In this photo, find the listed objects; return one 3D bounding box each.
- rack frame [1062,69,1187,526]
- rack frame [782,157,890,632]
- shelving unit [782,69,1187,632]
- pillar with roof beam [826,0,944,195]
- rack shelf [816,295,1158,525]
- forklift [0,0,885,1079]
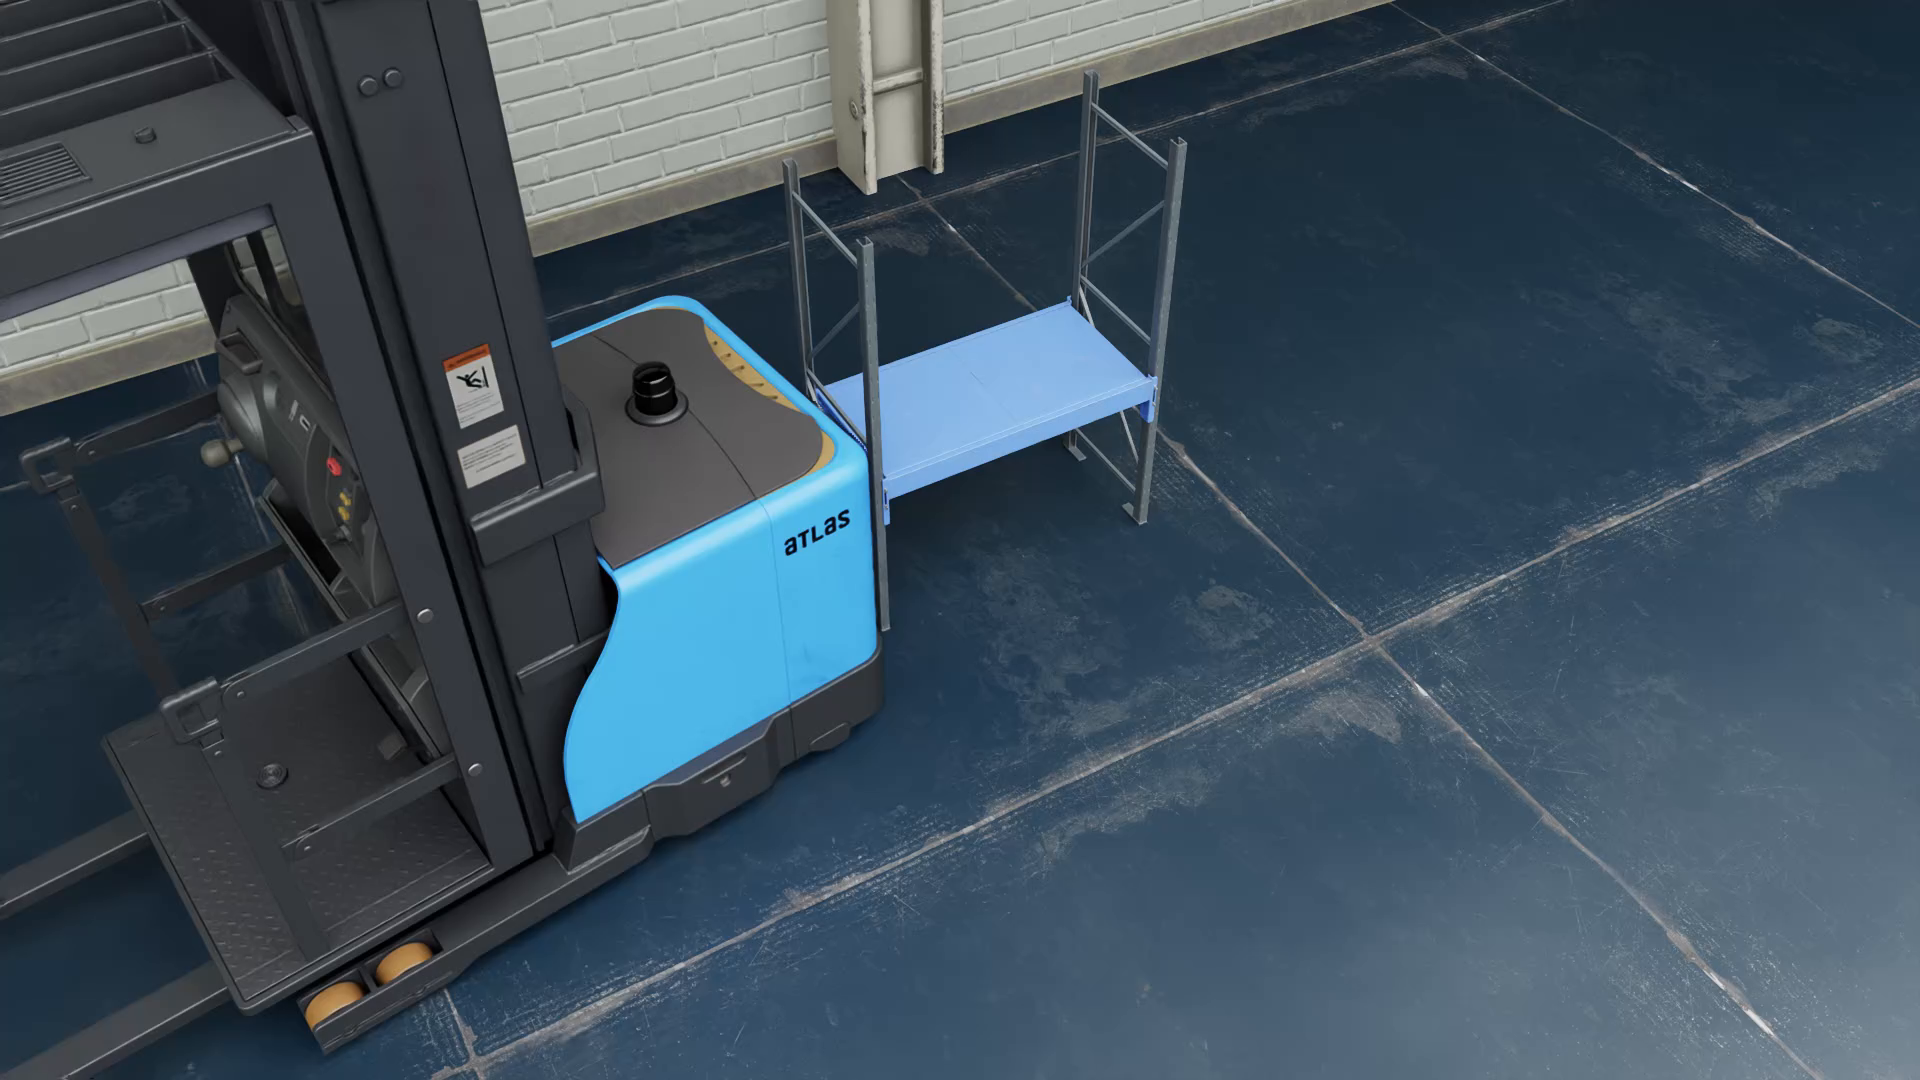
[{"bbox_3d":[0.515,-0.744,5.440,0.032,1.500,0.500,-22,48,-21],"label":"rack frame"},{"bbox_3d":[-0.367,-0.391,5.076,0.032,1.500,0.500,-22,48,-21],"label":"rack frame"},{"bbox_3d":[0.074,-0.568,5.258,1.048,1.500,0.538,-22,48,-21],"label":"shelving unit"},{"bbox_3d":[1.828,-2.307,1.666,0.400,9.000,9.100,-22,48,-21],"label":"pillar with roof beam"},{"bbox_3d":[0.074,-0.439,5.383,1.000,0.185,0.538,-22,48,-21],"label":"rack shelf"},{"bbox_3d":[-1.708,-0.146,3.795,3.031,2.935,1.130,-28,51,-26],"label":"forklift"}]
